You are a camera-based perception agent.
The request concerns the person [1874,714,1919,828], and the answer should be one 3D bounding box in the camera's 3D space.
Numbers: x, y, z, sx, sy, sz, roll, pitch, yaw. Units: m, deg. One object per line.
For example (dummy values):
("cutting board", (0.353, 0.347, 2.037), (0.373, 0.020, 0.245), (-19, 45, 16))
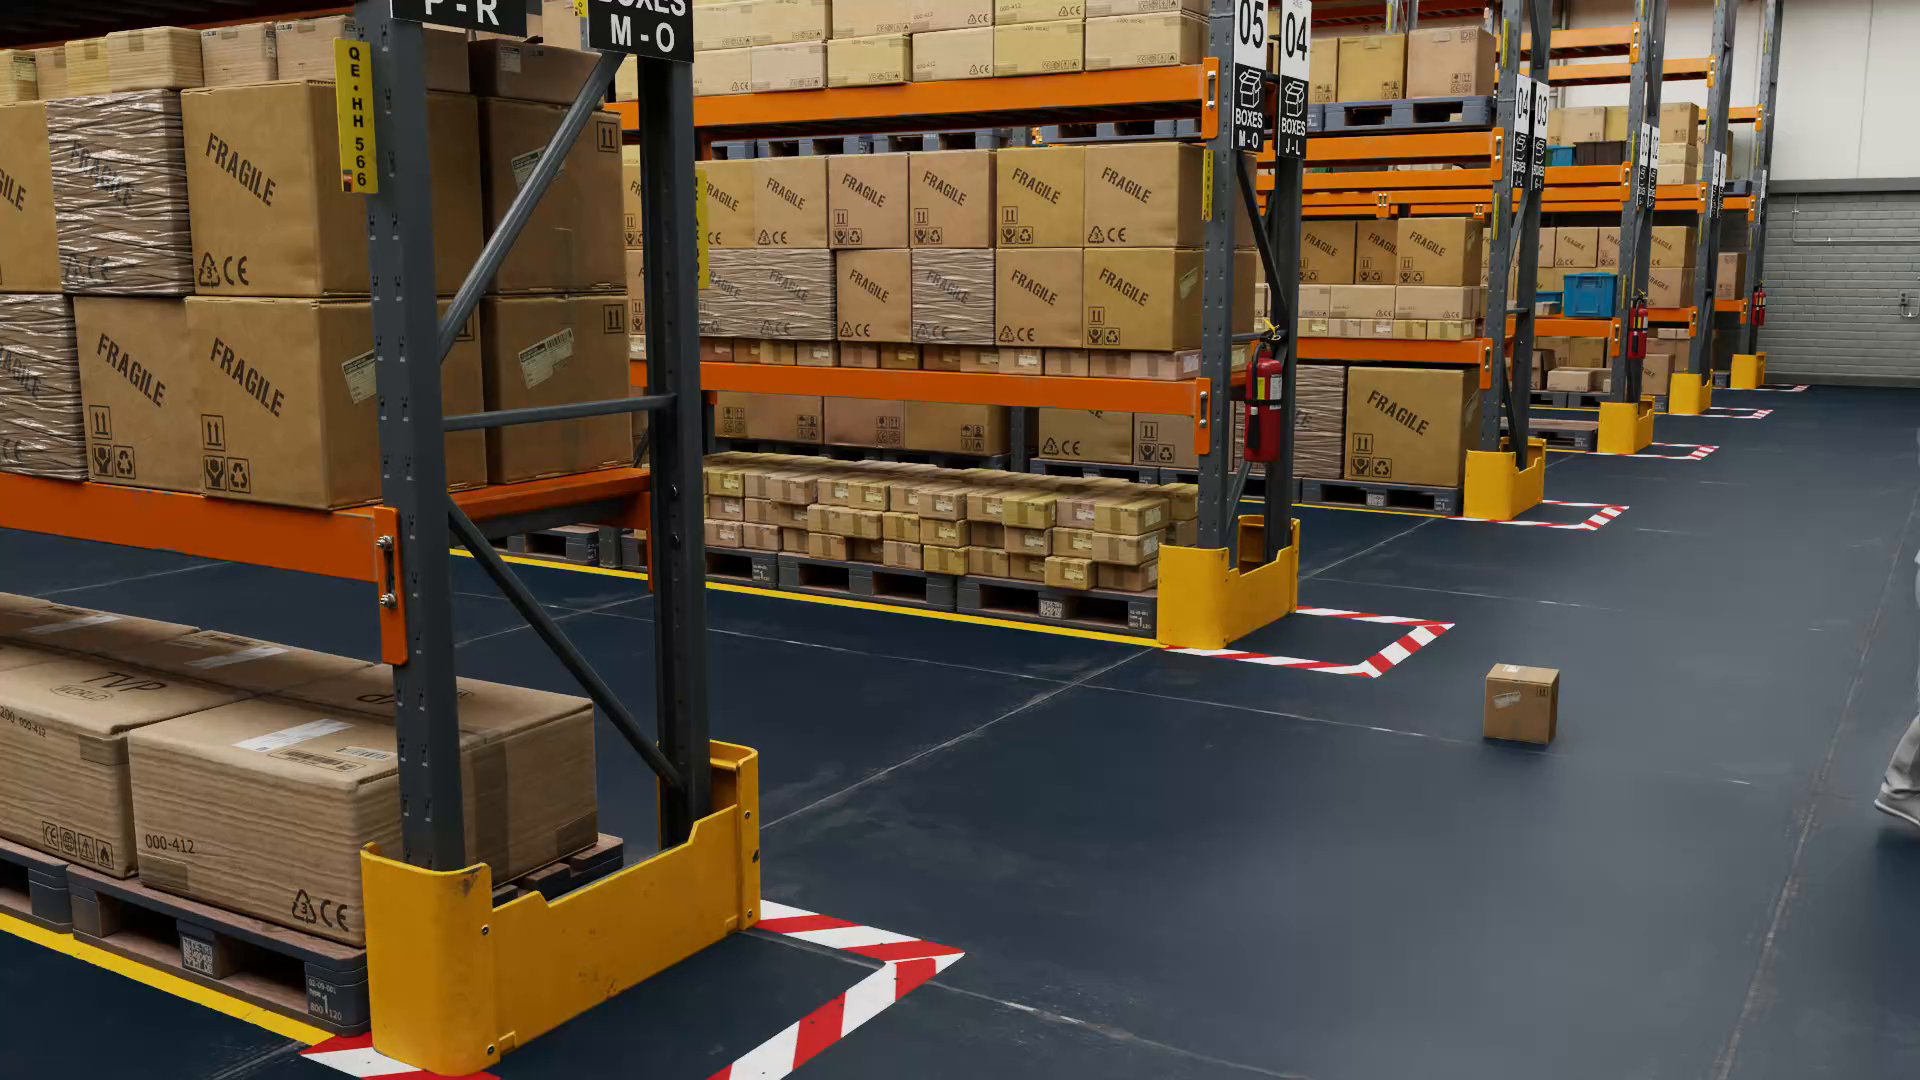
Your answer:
("person", (3.439, 0.177, 5.185), (0.929, 1.654, 0.480), (9, 13, 42))
